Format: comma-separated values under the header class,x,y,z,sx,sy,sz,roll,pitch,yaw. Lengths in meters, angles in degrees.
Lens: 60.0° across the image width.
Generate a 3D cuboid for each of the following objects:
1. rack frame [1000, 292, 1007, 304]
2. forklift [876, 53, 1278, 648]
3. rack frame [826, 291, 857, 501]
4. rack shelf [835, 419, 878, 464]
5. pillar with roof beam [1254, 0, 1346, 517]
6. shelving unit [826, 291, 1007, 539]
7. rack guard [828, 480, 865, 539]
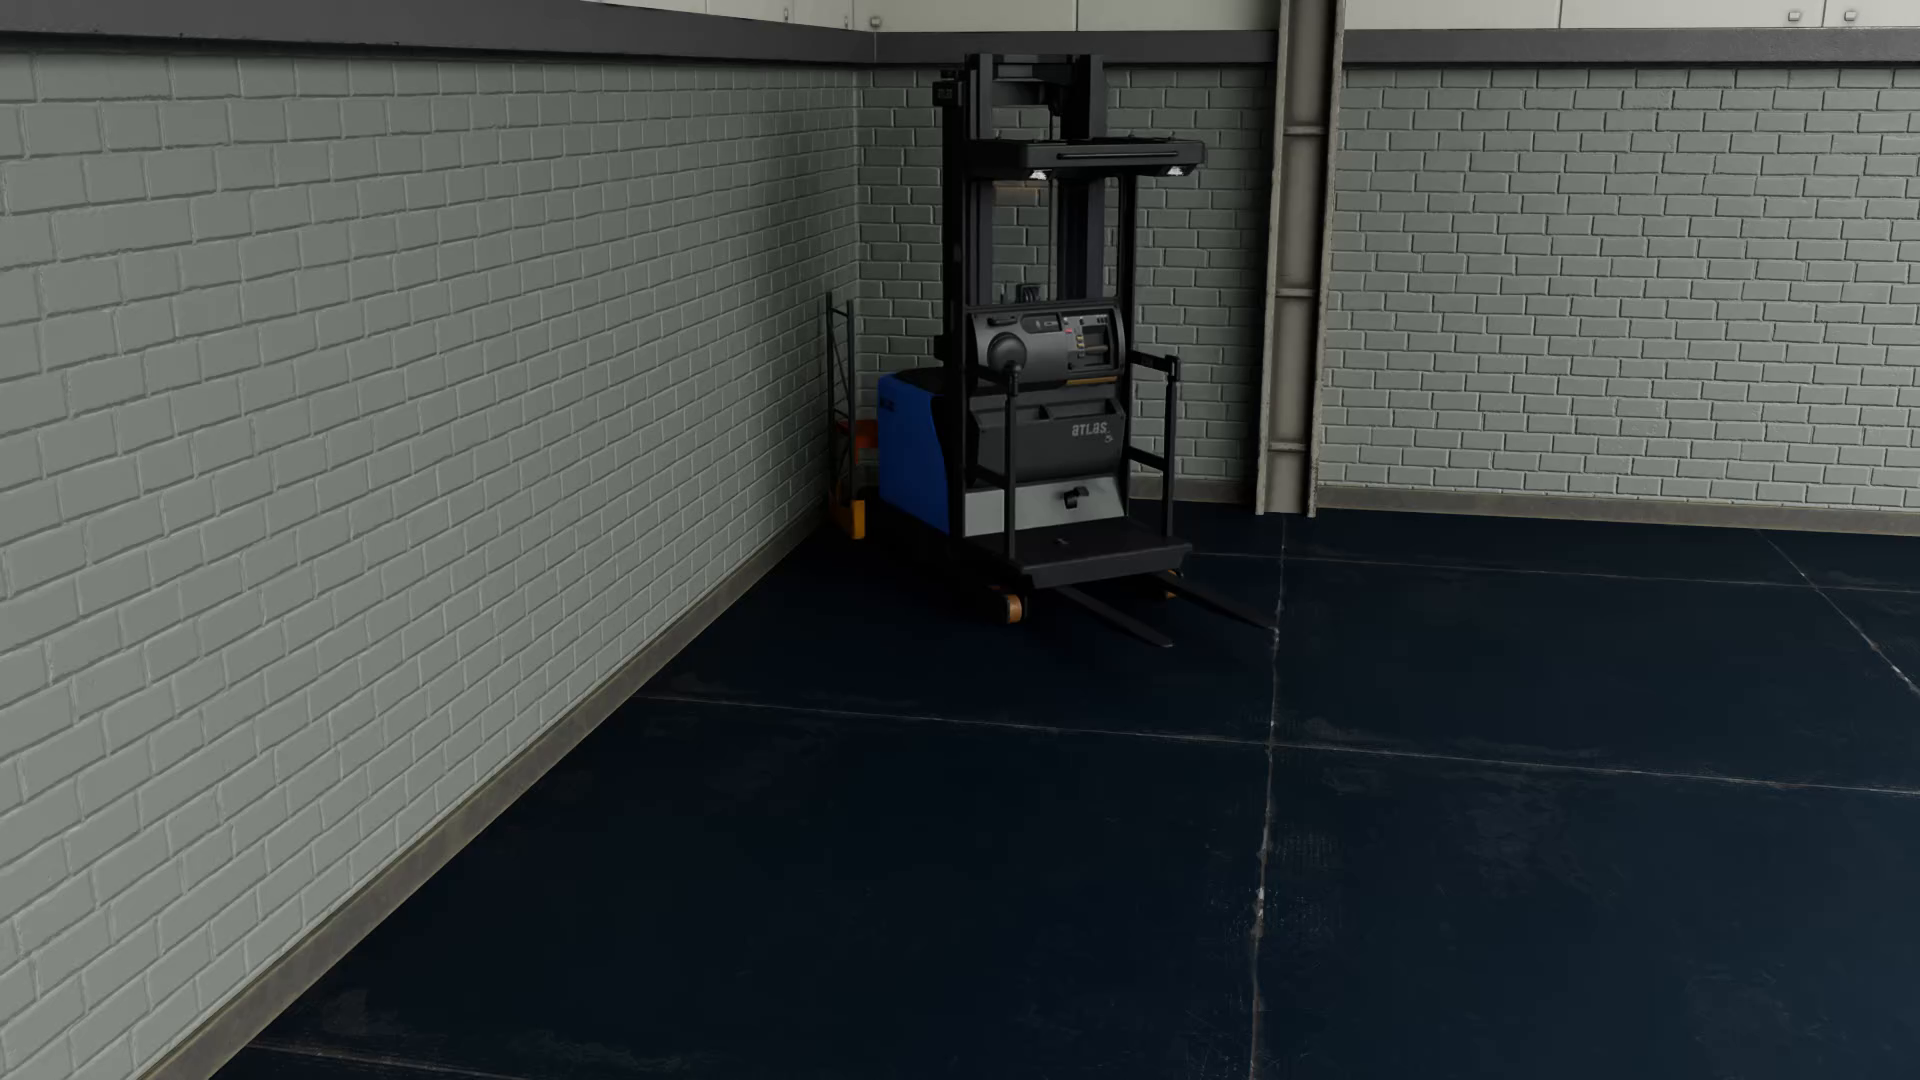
class,x,y,z,sx,sy,sz,roll,pitch,yaw
rack frame,0.197,-0.897,10.921,0.032,1.500,0.500,-6,16,-20
forklift,0.586,-1.096,8.958,1.130,2.935,3.031,-8,17,-25
rack frame,-0.754,-0.801,10.574,0.032,1.500,0.500,-6,16,-20
rack shelf,-0.278,-0.676,10.795,1.000,0.185,0.538,-6,16,-20
pillar with roof beam,1.336,-3.412,5.951,0.400,9.000,9.100,3,16,11
shelving unit,-0.270,-0.850,10.750,1.083,1.500,0.587,-6,16,-20
rack guard,-0.735,-0.200,10.747,0.087,0.250,0.587,-6,16,-20
